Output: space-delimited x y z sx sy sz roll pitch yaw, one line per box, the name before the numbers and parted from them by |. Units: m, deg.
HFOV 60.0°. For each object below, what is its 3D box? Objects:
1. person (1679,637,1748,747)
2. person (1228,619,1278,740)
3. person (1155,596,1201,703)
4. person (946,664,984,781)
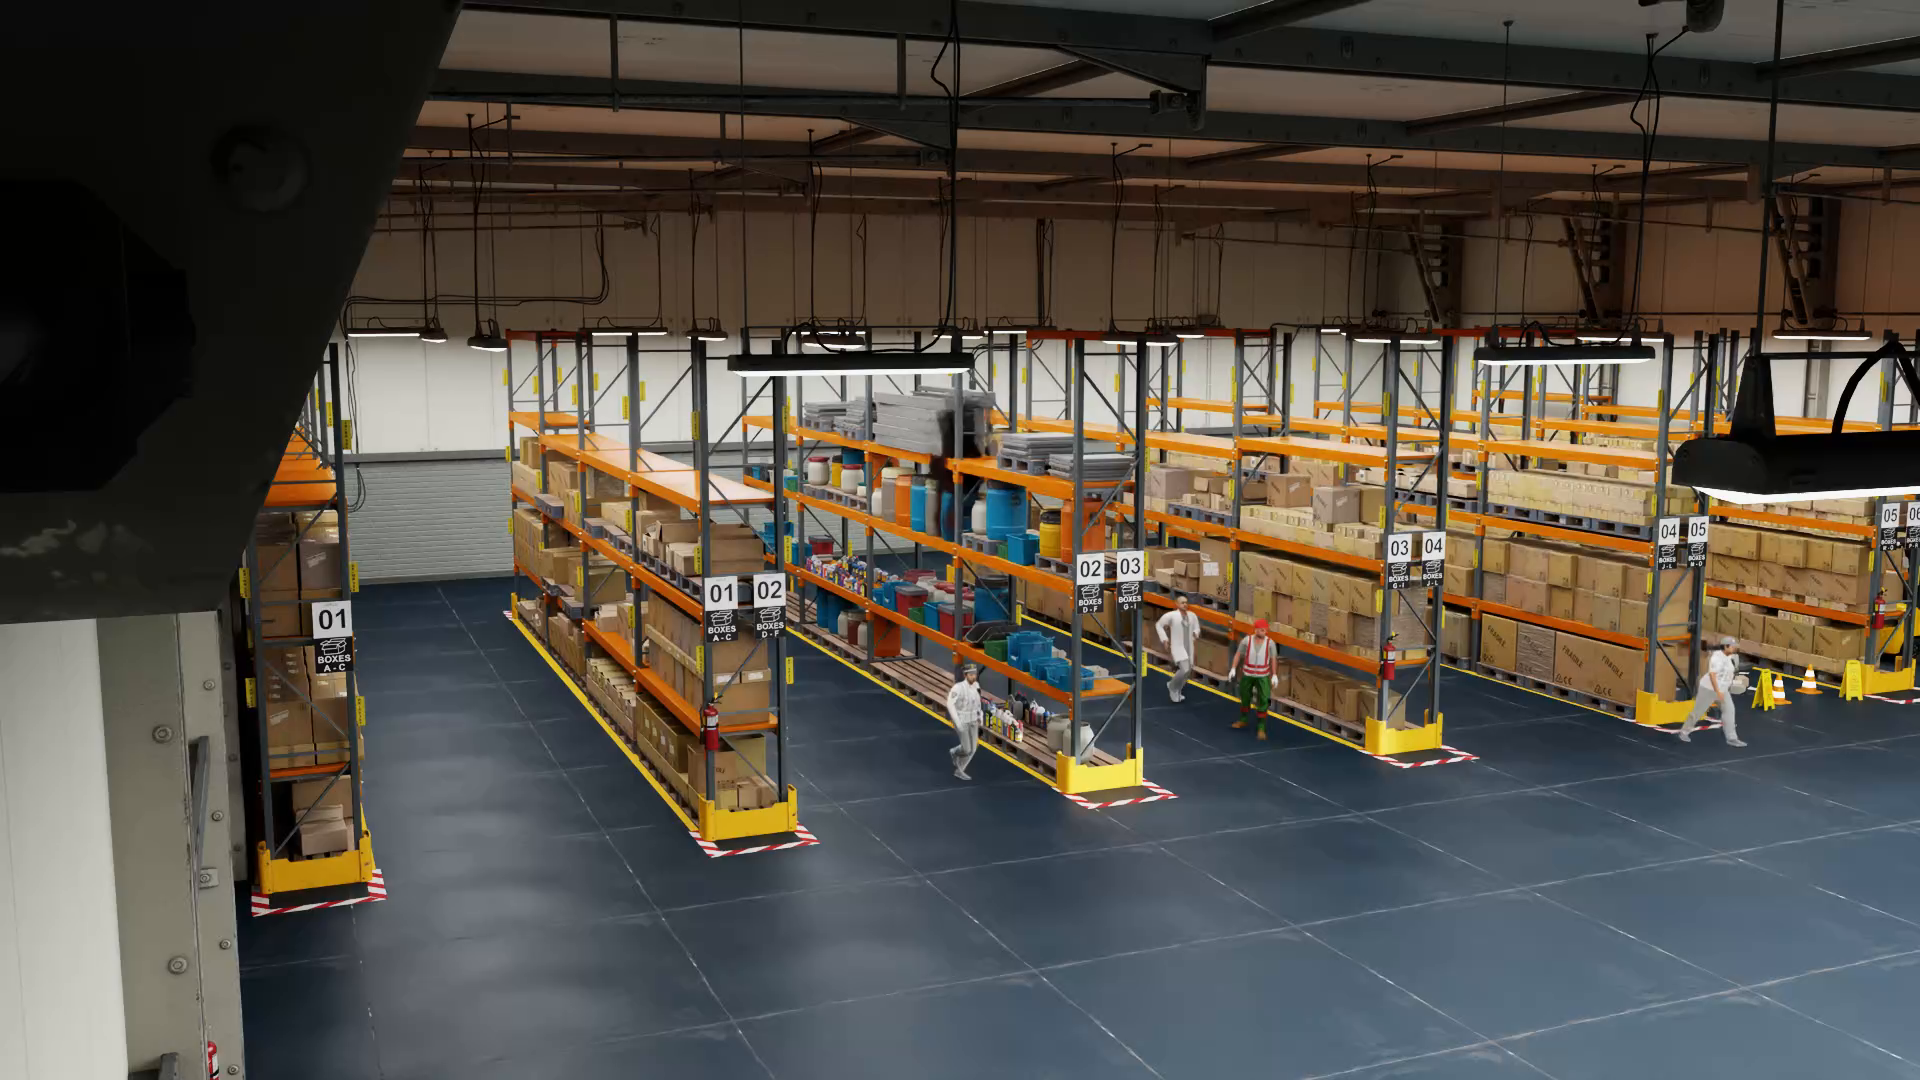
person | 11.126 2.212 24.494 0.652 1.617 0.875 -7 10 -40
person | 4.427 2.056 25.091 0.738 1.778 0.769 2 8 14
person | 3.622 1.784 27.027 0.658 1.751 0.716 -4 9 -29
person | 0.041 2.454 22.712 0.618 1.631 0.522 -5 9 -34
